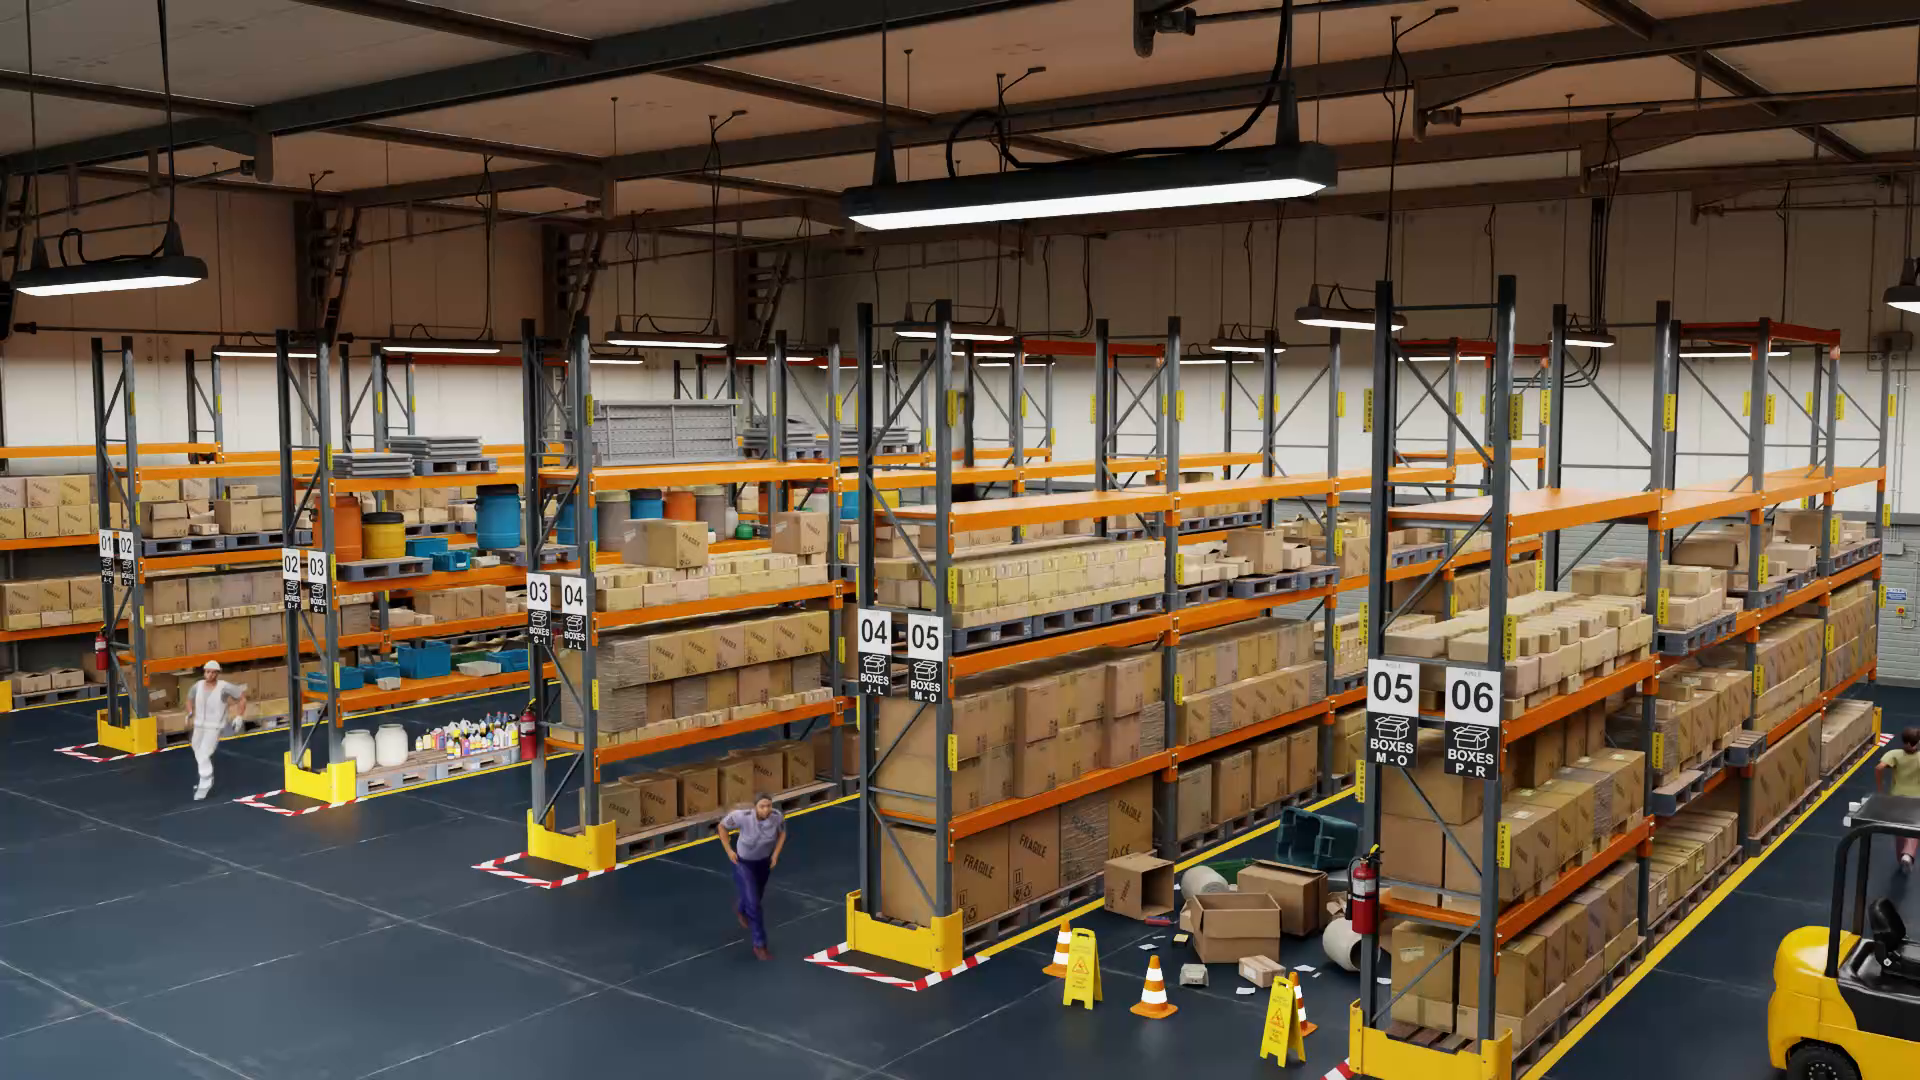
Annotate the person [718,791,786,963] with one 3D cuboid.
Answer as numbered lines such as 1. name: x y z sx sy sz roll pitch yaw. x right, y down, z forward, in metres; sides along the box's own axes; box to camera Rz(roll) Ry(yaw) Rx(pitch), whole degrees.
1. person: -1.961 3.067 15.513 0.640 1.598 0.962 -2 5 -23

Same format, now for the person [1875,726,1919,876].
1. person: 10.101 2.782 17.736 0.590 1.628 1.027 3 6 35

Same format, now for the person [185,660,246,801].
1. person: -9.603 2.430 21.371 0.721 1.805 0.657 1 5 6

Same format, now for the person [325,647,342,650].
1. person: -11.151 1.768 29.817 0.565 1.630 0.572 3 6 32
